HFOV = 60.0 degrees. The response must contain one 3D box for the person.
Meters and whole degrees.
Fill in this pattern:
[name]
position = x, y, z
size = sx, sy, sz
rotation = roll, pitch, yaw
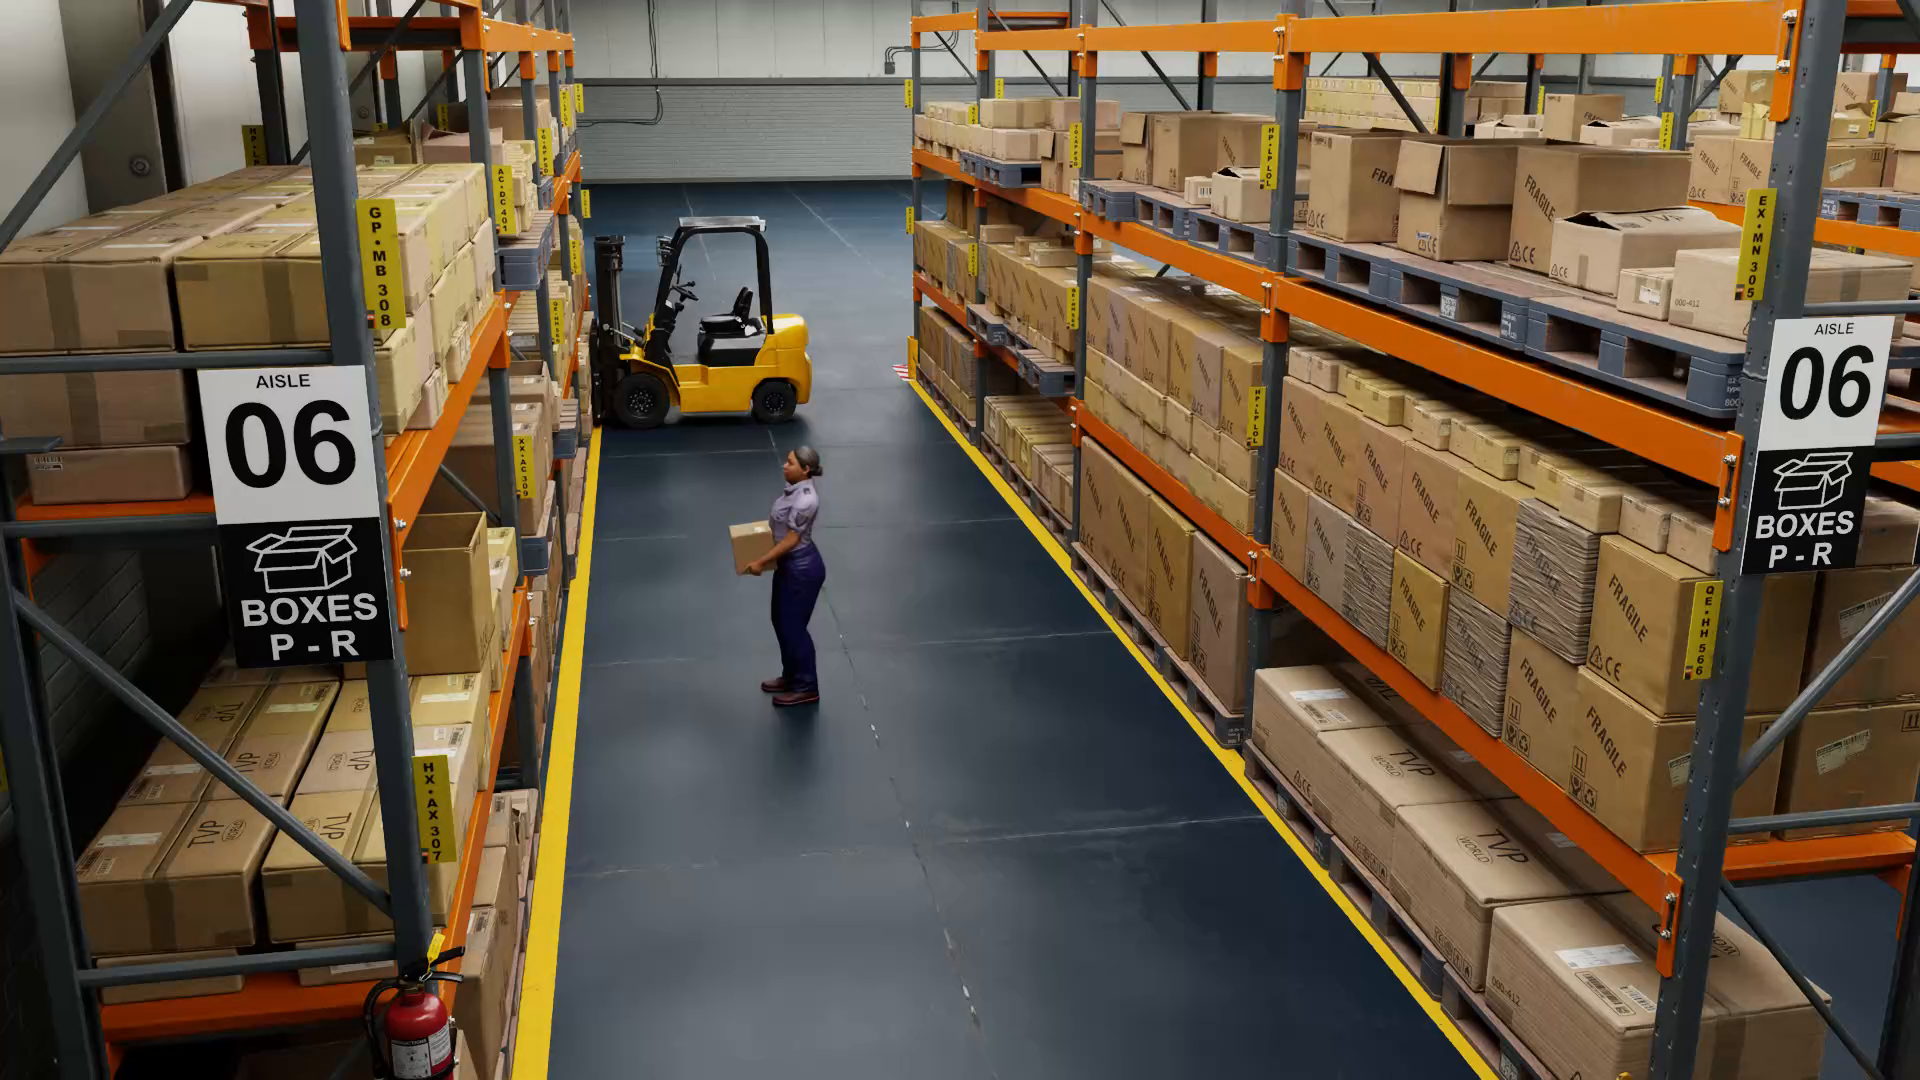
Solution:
[person]
position = -1.098, 0.209, 10.378
size = 0.517, 1.634, 0.452
rotation = -3, 17, -10
